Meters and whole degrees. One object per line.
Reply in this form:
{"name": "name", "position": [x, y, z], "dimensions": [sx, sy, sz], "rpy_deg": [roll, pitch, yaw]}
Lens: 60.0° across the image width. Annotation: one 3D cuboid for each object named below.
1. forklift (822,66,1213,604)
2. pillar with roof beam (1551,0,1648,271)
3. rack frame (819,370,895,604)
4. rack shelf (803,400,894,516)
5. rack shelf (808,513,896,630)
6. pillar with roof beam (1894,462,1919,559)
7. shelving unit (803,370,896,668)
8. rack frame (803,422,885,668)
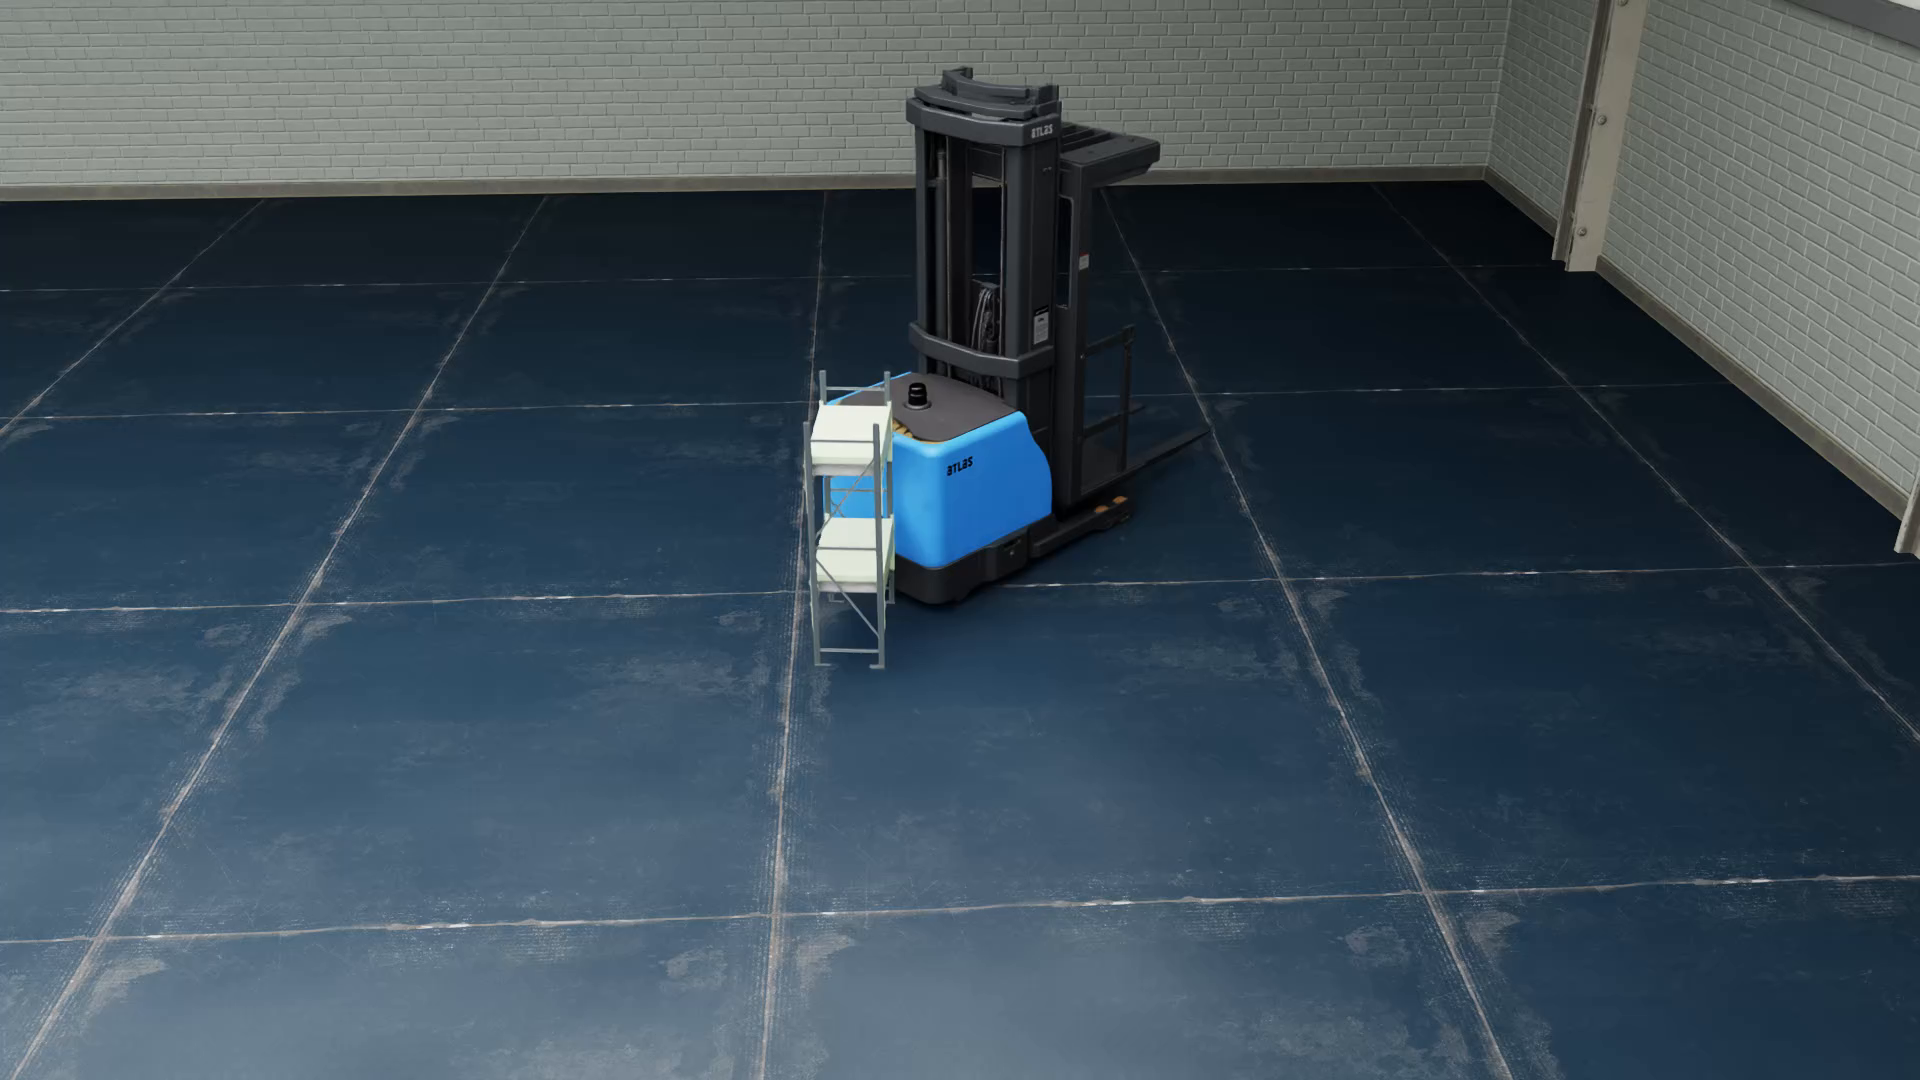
{"name": "forklift", "position": [0.519, -1.506, 10.531], "dimensions": [1.130, 2.935, 3.031], "rpy_deg": [24, 36, 38]}
{"name": "pillar with roof beam", "position": [1.559, -6.513, 13.568], "dimensions": [9.100, 9.000, 0.400], "rpy_deg": [-1, 28, -3]}
{"name": "rack frame", "position": [-0.595, -0.287, 9.740], "dimensions": [0.400, 1.500, 0.023], "rpy_deg": [1, 28, 2]}
{"name": "rack shelf", "position": [-0.610, -0.464, 9.236], "dimensions": [0.431, 0.370, 0.720], "rpy_deg": [1, 28, 2]}
{"name": "rack shelf", "position": [-0.610, 0.171, 9.567], "dimensions": [0.431, 0.370, 0.720], "rpy_deg": [1, 28, 2]}
{"name": "pillar with roof beam", "position": [1.873, -3.742, 8.255], "dimensions": [9.100, 9.000, 0.400], "rpy_deg": [-1, 28, -3]}
{"name": "shelving unit", "position": [-0.610, -0.118, 9.416], "dimensions": [0.431, 1.500, 0.755], "rpy_deg": [1, 28, 2]}
{"name": "rack frame", "position": [-0.625, 0.051, 9.092], "dimensions": [0.400, 1.500, 0.023], "rpy_deg": [1, 28, 2]}
